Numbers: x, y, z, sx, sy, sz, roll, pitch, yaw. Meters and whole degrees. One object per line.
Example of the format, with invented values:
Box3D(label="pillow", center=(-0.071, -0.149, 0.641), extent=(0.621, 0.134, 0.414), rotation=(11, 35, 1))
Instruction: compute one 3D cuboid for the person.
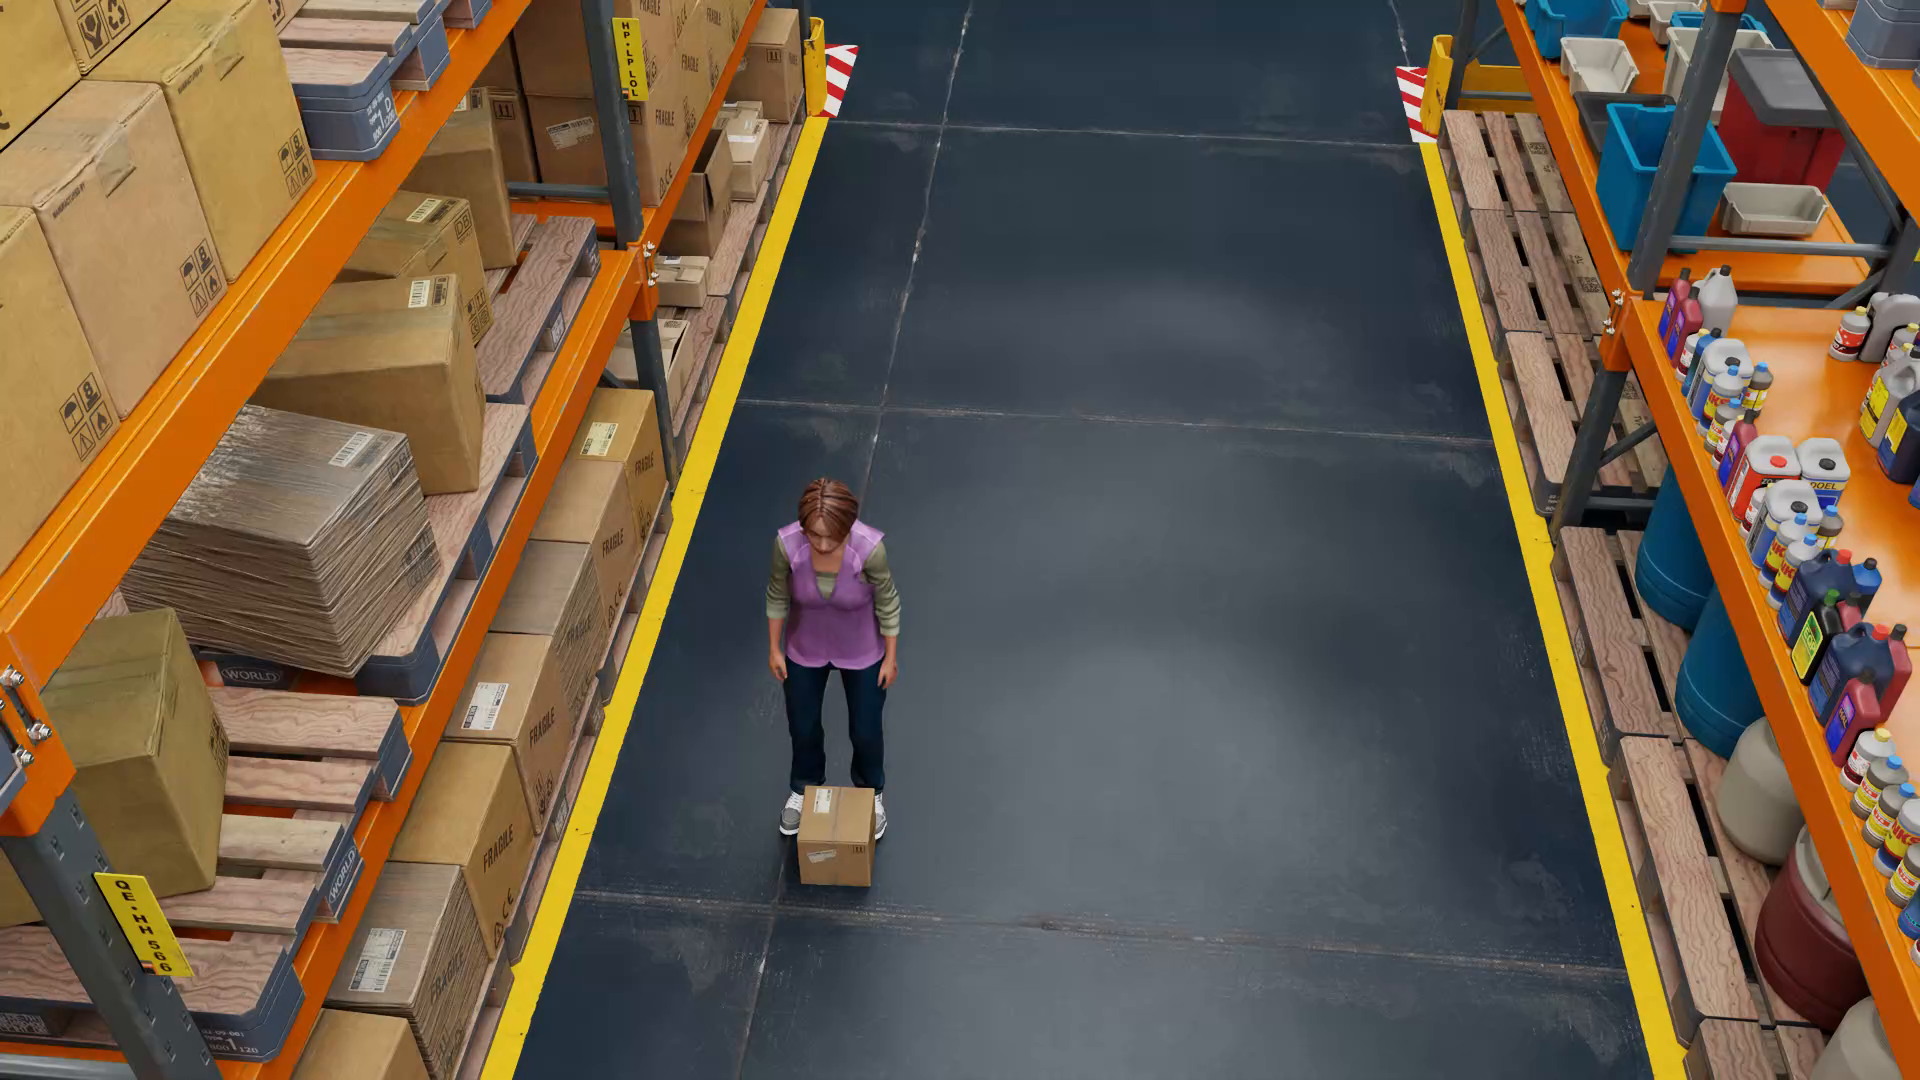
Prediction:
Box3D(label="person", center=(-0.430, 0.490, 5.779), extent=(0.459, 1.352, 0.324), rotation=(3, 41, 3))
